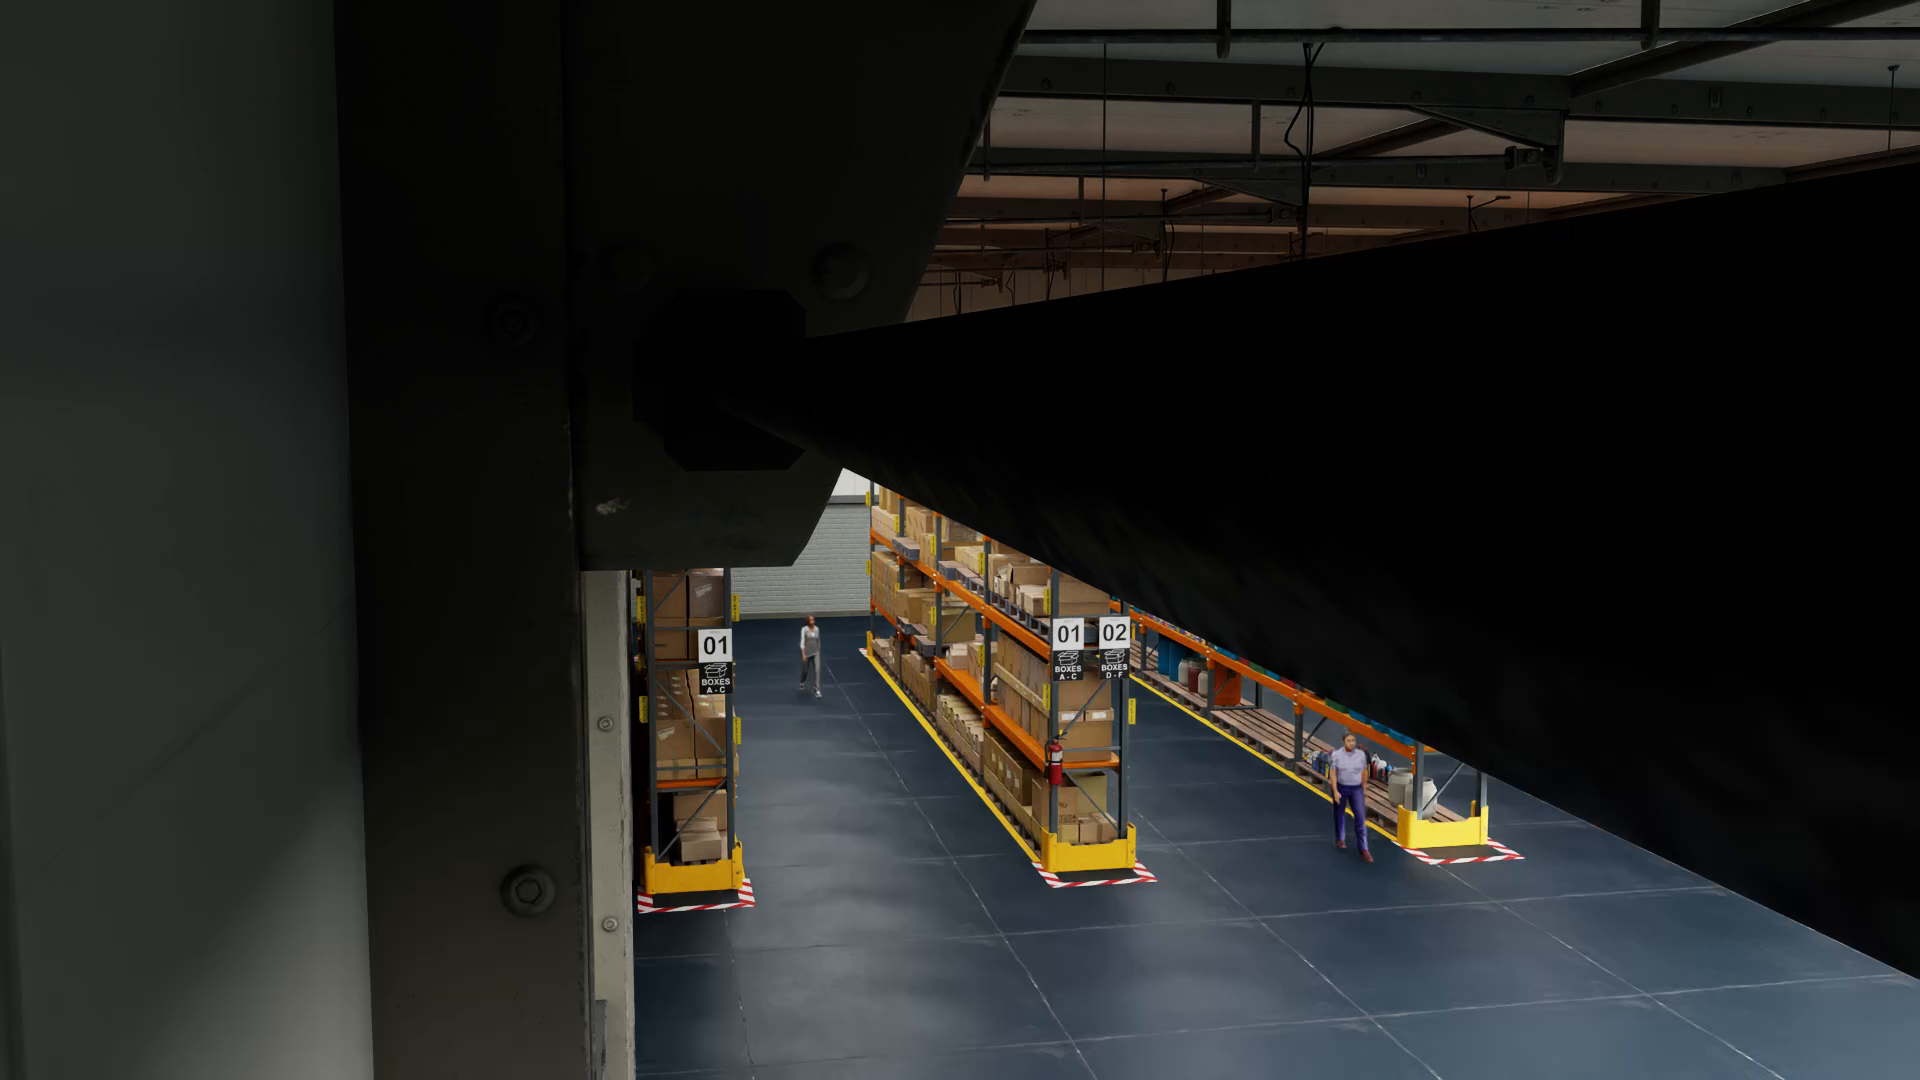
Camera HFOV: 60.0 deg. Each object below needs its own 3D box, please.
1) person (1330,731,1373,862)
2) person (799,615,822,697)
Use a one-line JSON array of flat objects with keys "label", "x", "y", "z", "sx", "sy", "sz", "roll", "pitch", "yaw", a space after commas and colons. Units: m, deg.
[{"label": "person", "x": 5.048, "y": 3.275, "z": 21.485, "sx": 0.539, "sy": 1.589, "sz": 0.923, "roll": 1, "pitch": 6, "yaw": 9}, {"label": "person", "x": -2.883, "y": 2.201, "z": 32.006, "sx": 0.419, "sy": 1.549, "sz": 0.882, "roll": -2, "pitch": 6, "yaw": -19}]
